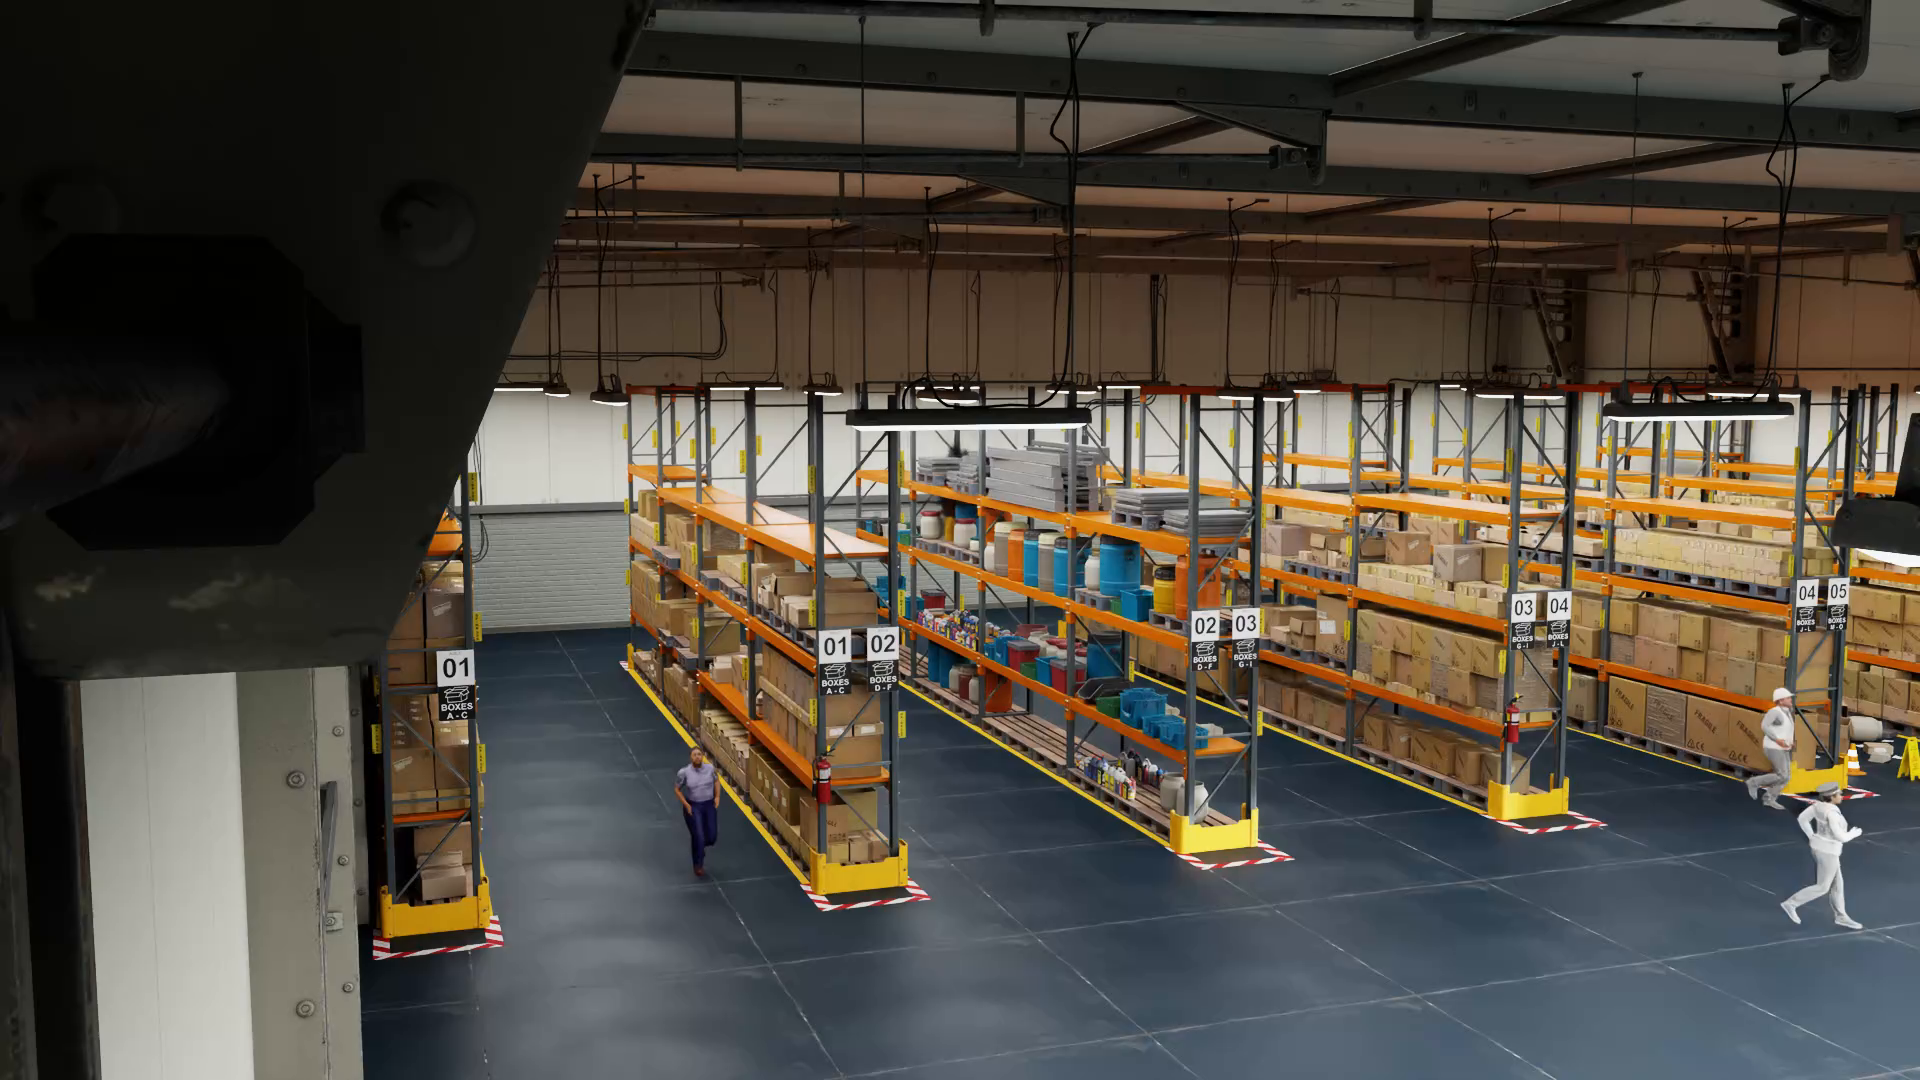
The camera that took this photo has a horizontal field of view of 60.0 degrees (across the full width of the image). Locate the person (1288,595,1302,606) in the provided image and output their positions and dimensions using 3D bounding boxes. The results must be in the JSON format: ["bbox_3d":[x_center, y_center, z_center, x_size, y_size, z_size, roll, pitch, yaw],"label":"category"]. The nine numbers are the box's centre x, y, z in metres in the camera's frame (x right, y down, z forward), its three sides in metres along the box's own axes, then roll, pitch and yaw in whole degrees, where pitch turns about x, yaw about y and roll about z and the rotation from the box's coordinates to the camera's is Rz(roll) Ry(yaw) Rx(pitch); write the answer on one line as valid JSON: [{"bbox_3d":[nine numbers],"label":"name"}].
[{"bbox_3d":[8.444,1.259,41.636,0.598,1.542,0.553,-2,6,-15],"label":"person"}]

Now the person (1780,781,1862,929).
[{"bbox_3d":[9.739,3.538,18.731,0.882,1.681,0.631,1,6,8],"label":"person"}]

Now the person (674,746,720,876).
[{"bbox_3d":[-3.289,3.390,20.924,0.603,1.607,0.541,-3,6,-25],"label":"person"}]

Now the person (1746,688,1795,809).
[{"bbox_3d":[11.802,3.001,24.126,0.562,1.731,0.666,6,8,45],"label":"person"}]

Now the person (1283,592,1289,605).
[{"bbox_3d":[8.101,1.217,41.491,0.612,1.719,0.778,5,7,37],"label":"person"}]
